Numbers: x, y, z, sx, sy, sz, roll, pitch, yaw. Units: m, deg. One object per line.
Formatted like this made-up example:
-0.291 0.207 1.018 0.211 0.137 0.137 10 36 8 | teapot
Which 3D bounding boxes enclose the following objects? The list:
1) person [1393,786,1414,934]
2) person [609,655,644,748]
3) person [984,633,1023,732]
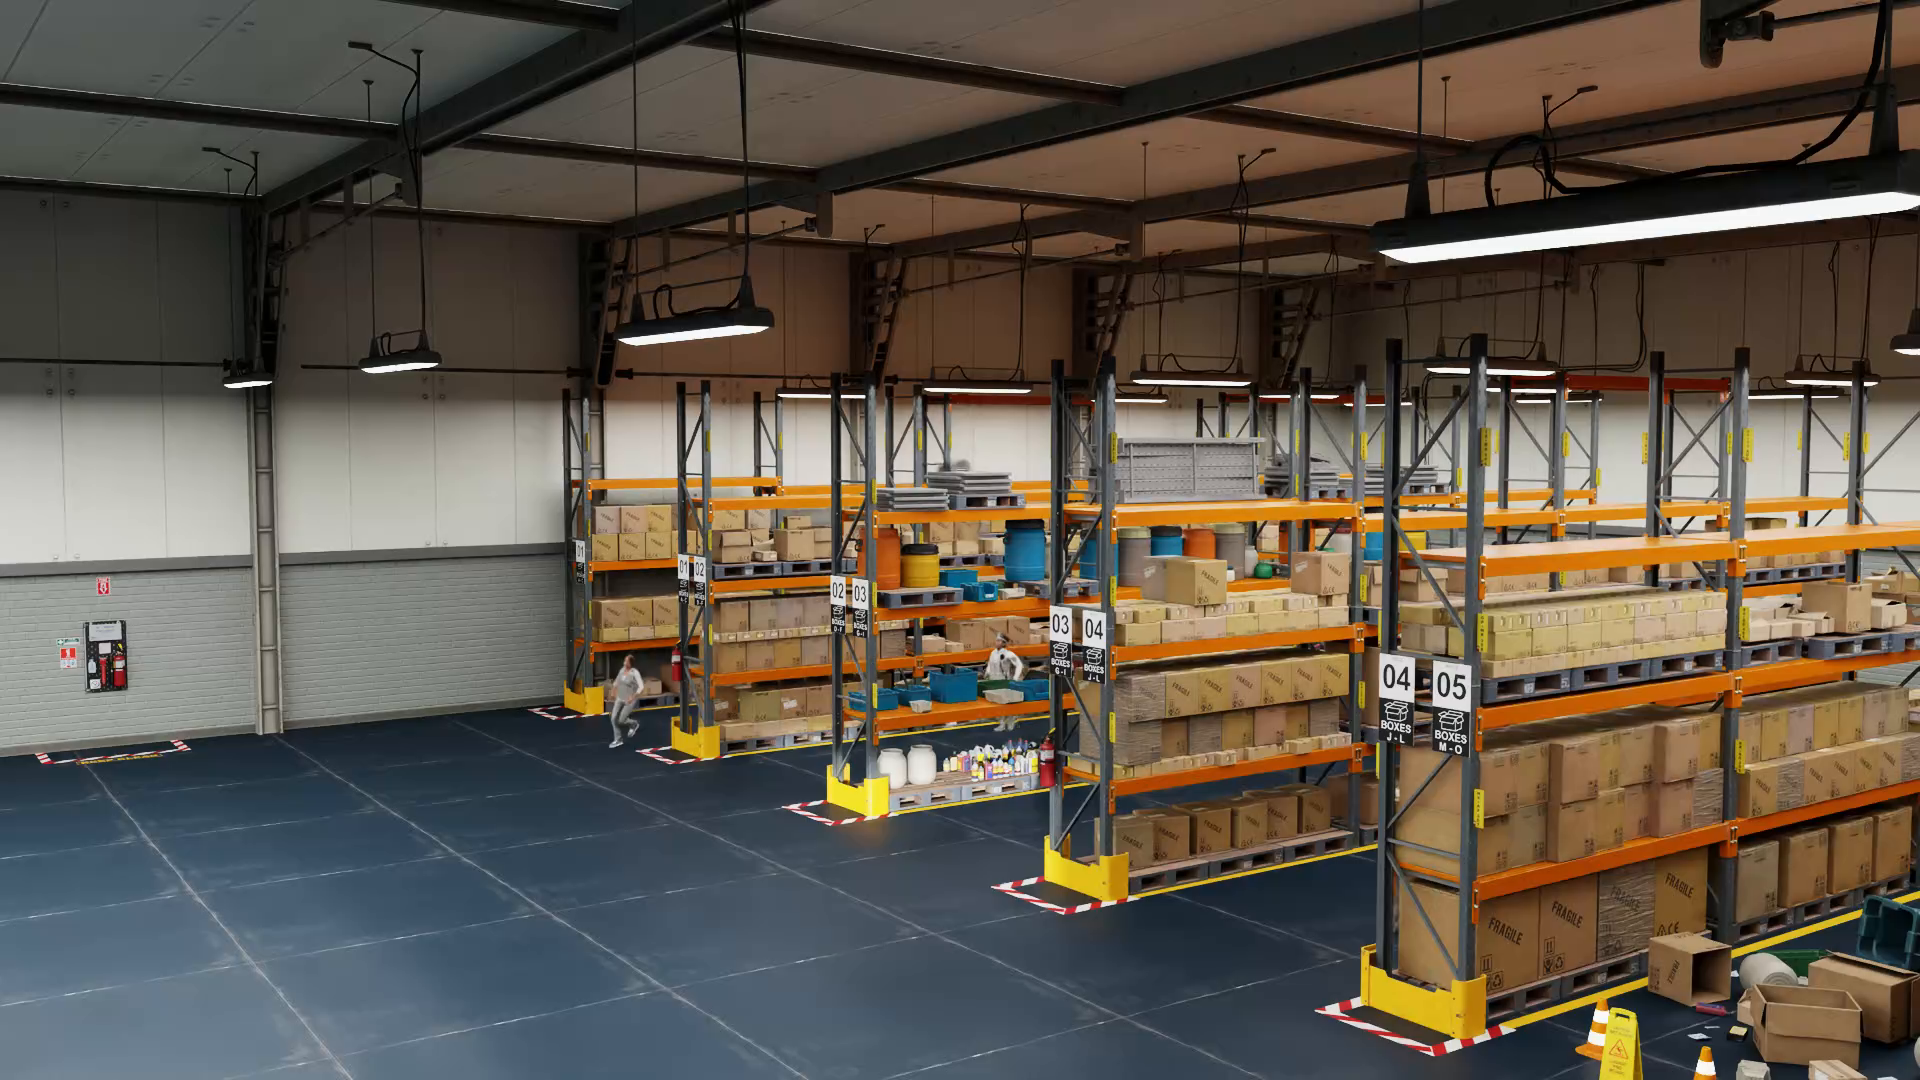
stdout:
4.725 3.193 17.239 0.832 1.843 0.635 -4 5 -45 | person
-5.465 2.649 27.447 0.583 1.544 0.535 2 4 29 | person
0.638 2.329 27.209 0.623 1.627 0.540 3 5 42 | person
